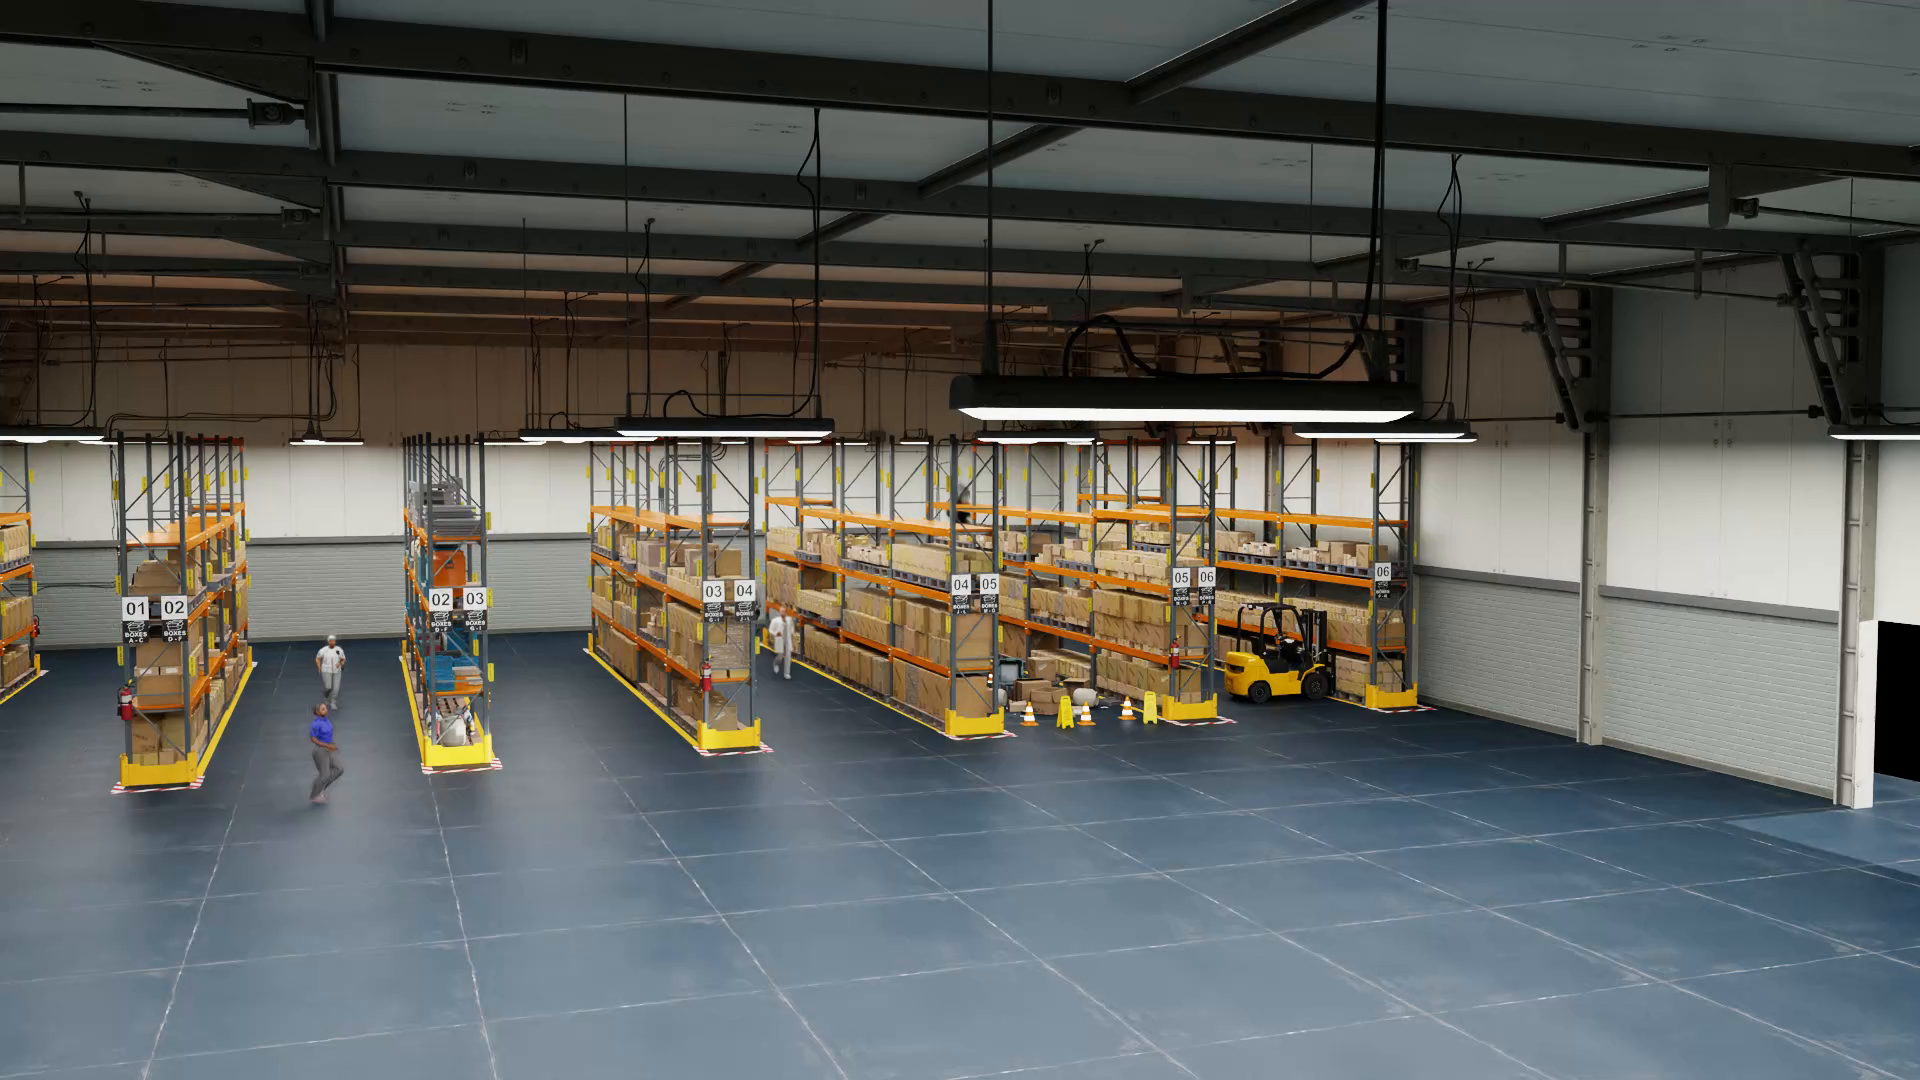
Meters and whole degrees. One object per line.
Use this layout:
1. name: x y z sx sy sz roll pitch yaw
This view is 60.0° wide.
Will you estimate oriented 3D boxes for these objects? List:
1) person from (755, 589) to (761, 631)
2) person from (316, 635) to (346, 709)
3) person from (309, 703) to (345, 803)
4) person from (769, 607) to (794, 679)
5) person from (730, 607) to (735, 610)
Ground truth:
1. person: -6.166 2.180 49.303 0.602 1.627 0.808 -2 4 -34
2. person: -13.704 2.896 36.289 0.606 1.620 0.556 -2 4 -28
3. person: -10.252 3.425 26.864 0.552 1.615 0.590 0 3 9
4. person: -4.383 2.541 41.233 0.712 1.756 1.031 -1 3 -25
5. person: -6.404 2.291 46.571 0.732 1.706 0.549 -1 3 -21
